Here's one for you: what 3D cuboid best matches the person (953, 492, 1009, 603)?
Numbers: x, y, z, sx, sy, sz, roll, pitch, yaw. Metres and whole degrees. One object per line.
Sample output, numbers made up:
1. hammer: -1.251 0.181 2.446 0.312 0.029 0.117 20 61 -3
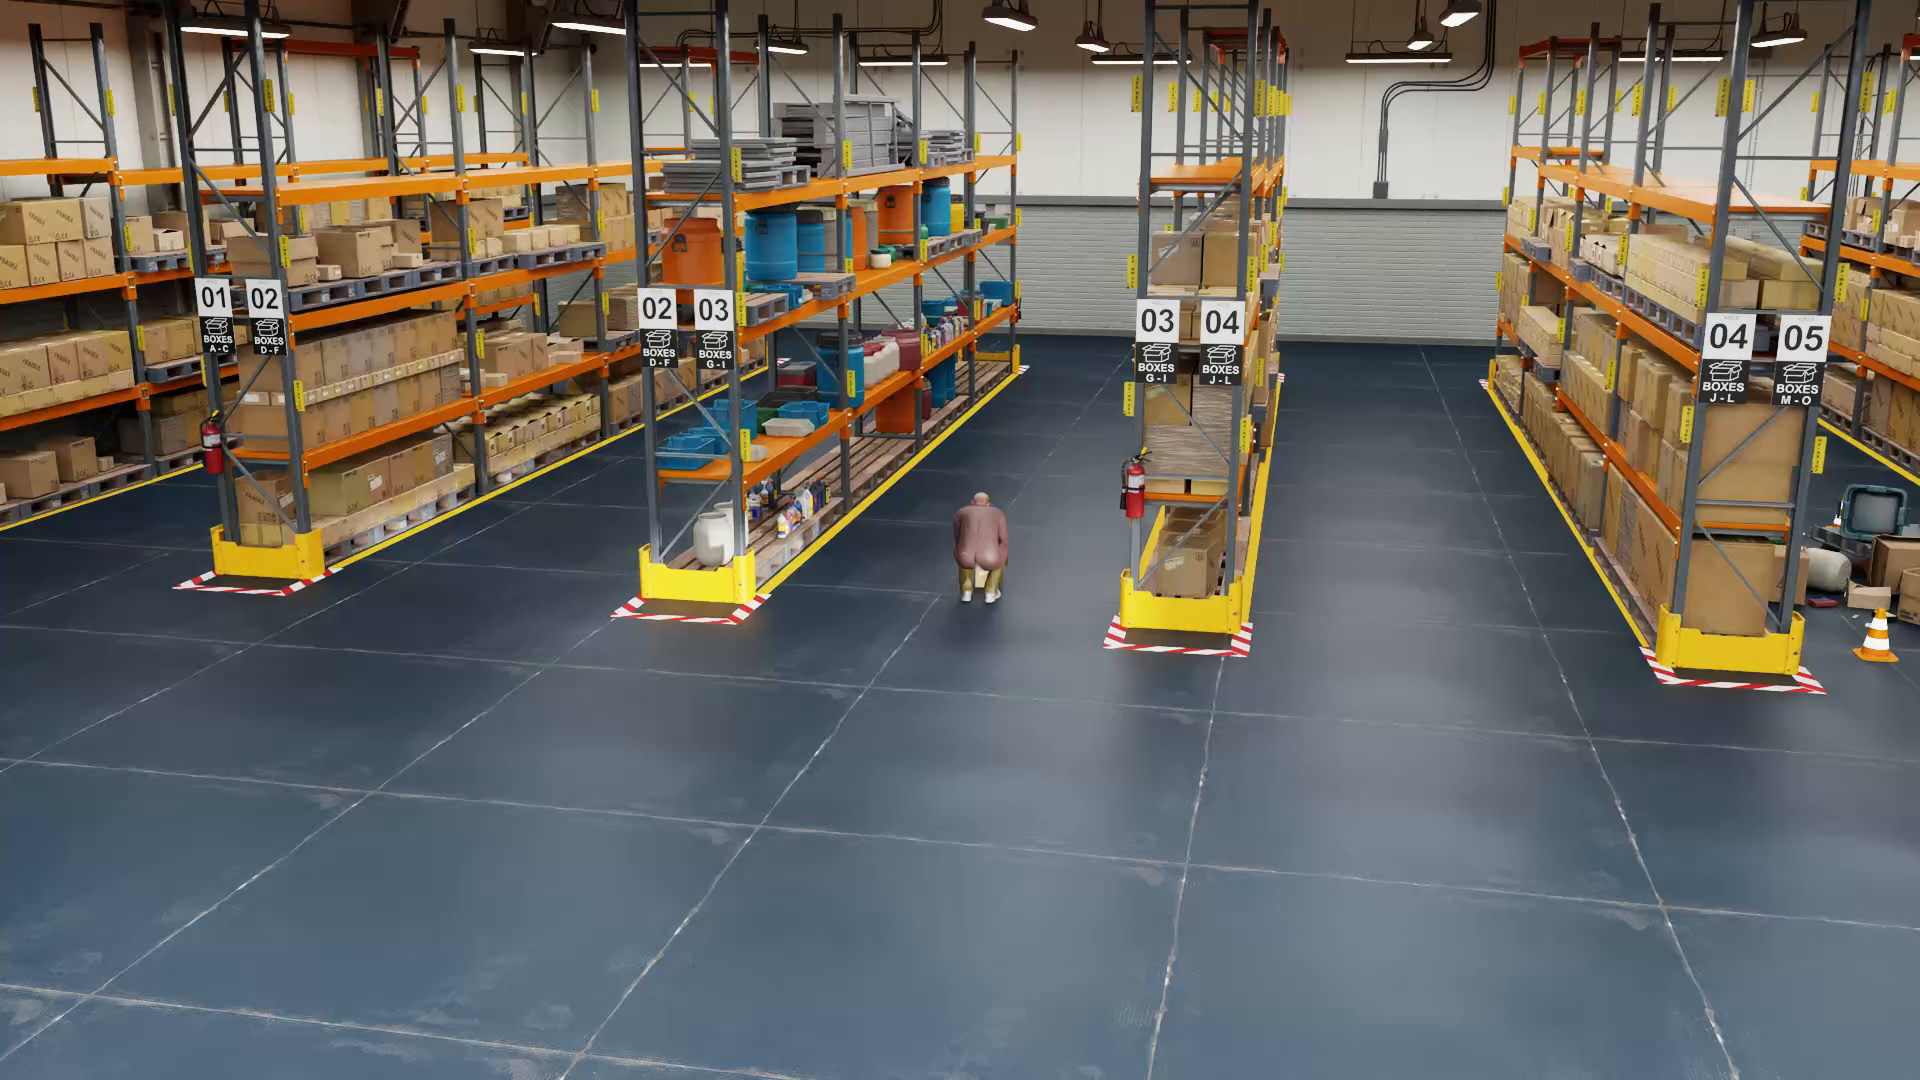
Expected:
1. person: 0.205 0.089 17.249 0.610 1.003 0.896 3 15 11
